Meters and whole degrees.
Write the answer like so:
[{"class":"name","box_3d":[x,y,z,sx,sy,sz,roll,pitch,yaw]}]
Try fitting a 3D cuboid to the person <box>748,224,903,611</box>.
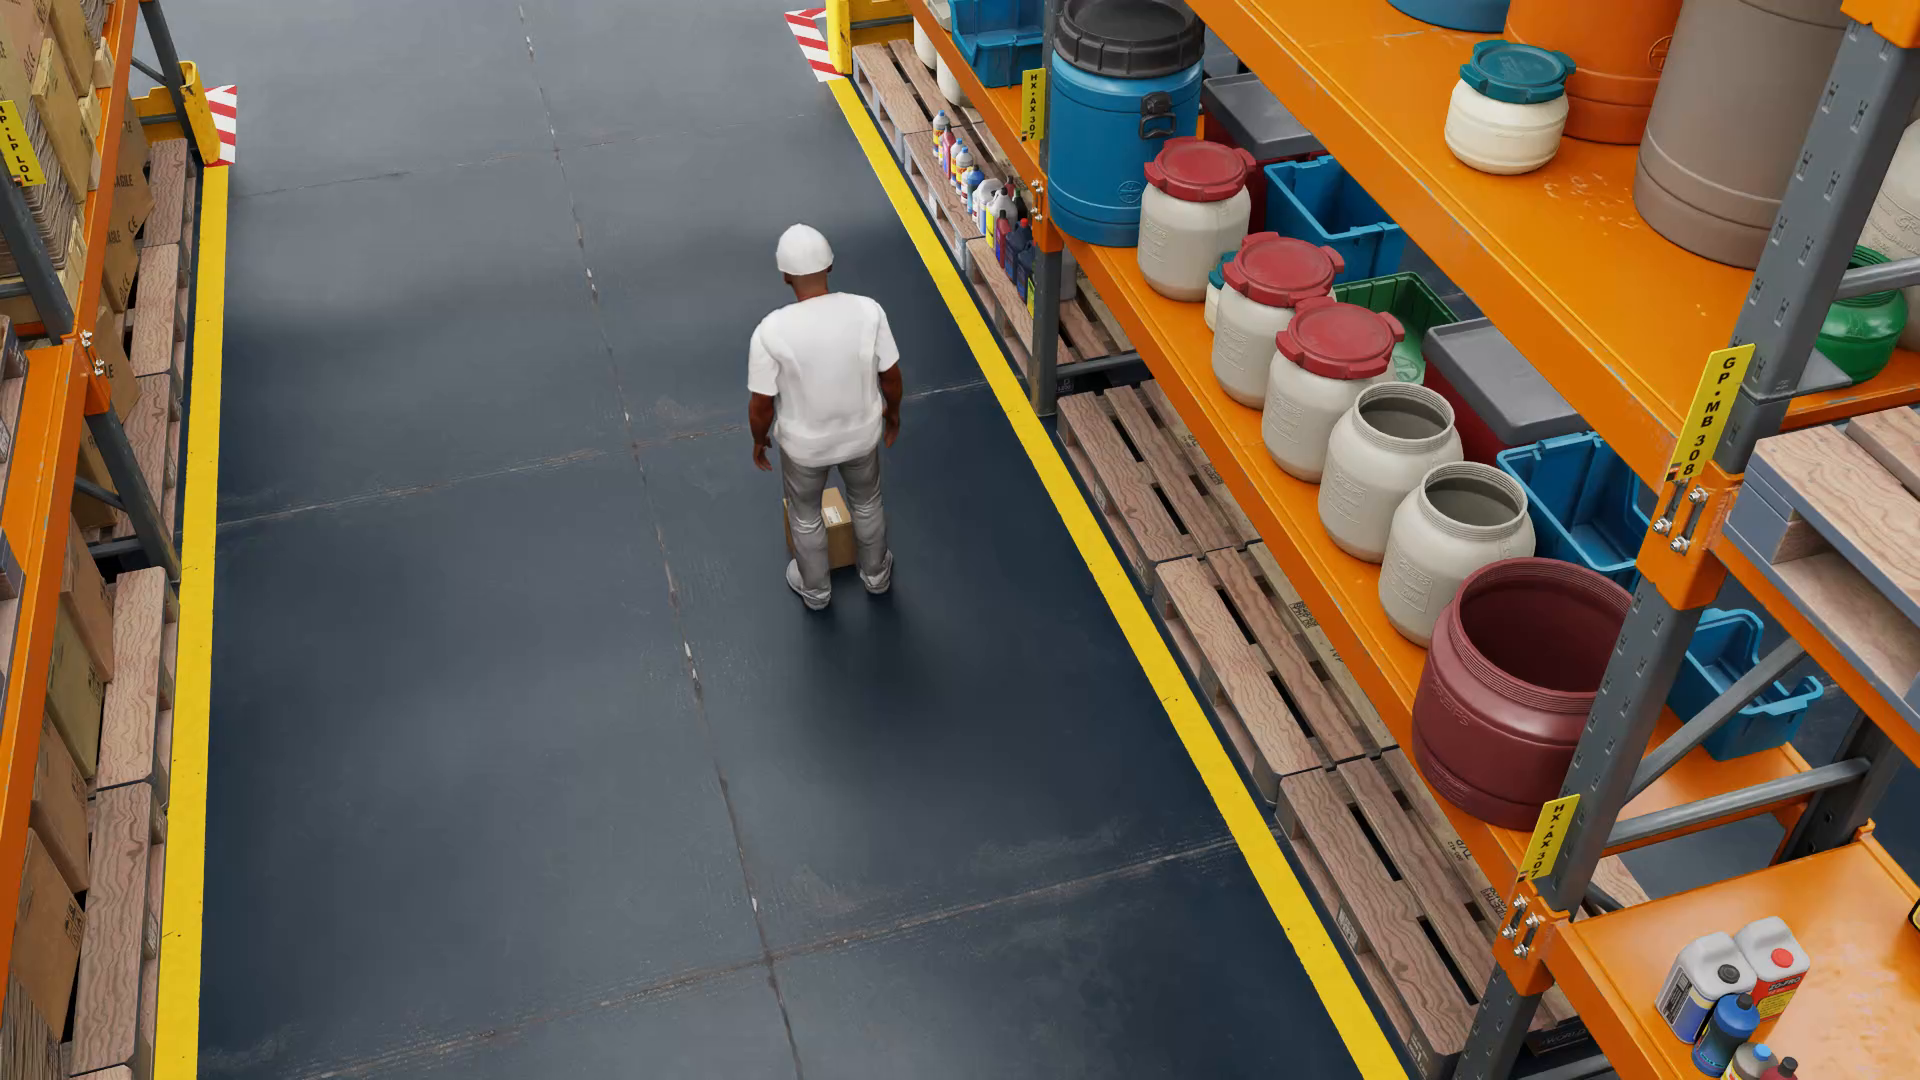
[{"class":"person","box_3d":[-0.534,-0.454,6.651,0.626,1.760,0.458,-13,44,-14]}]
